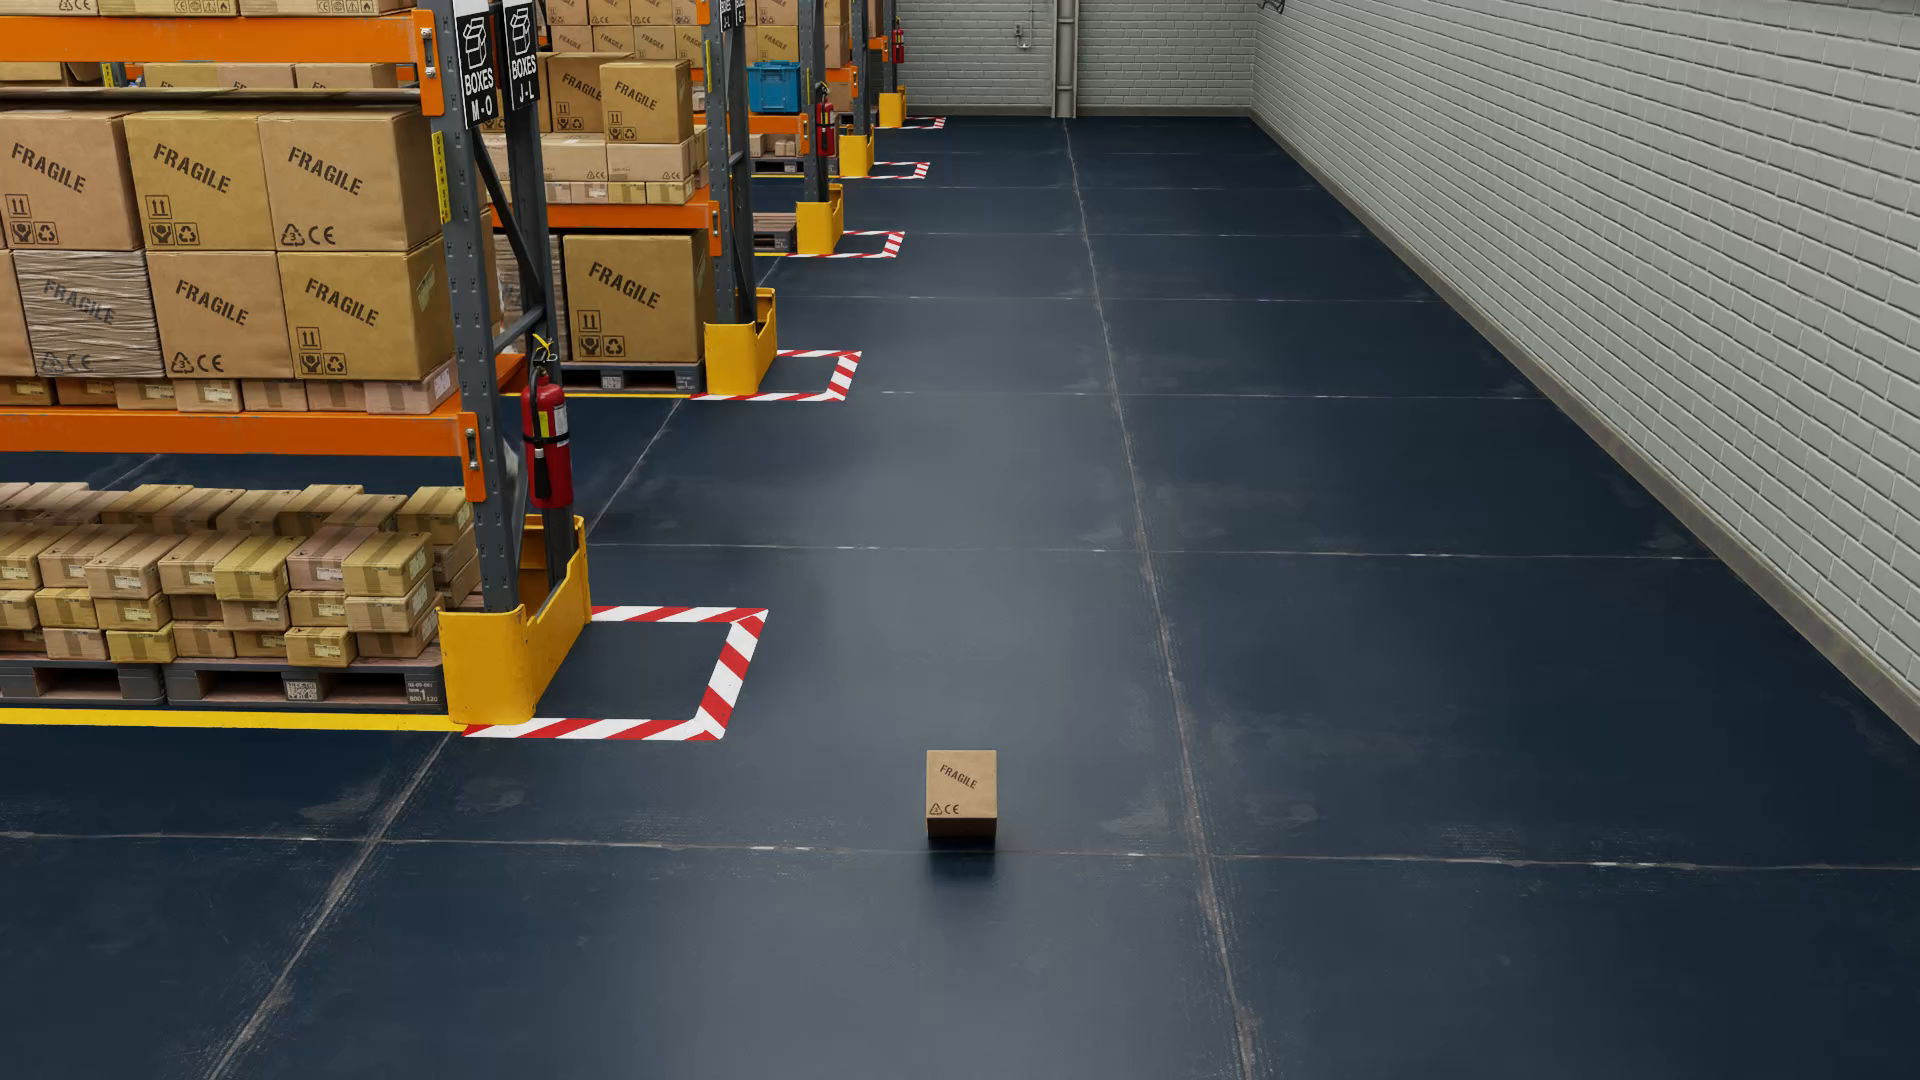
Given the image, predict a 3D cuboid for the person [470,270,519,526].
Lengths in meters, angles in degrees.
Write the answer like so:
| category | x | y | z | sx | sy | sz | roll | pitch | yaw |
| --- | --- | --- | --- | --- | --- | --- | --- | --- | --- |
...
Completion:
| category | x | y | z | sx | sy | sz | roll | pitch | yaw |
| --- | --- | --- | --- | --- | --- | --- | --- | --- | --- |
| person | -2.589 | -0.888 | 8.844 | 0.433 | 1.660 | 0.489 | 4 | 21 | 9 |
